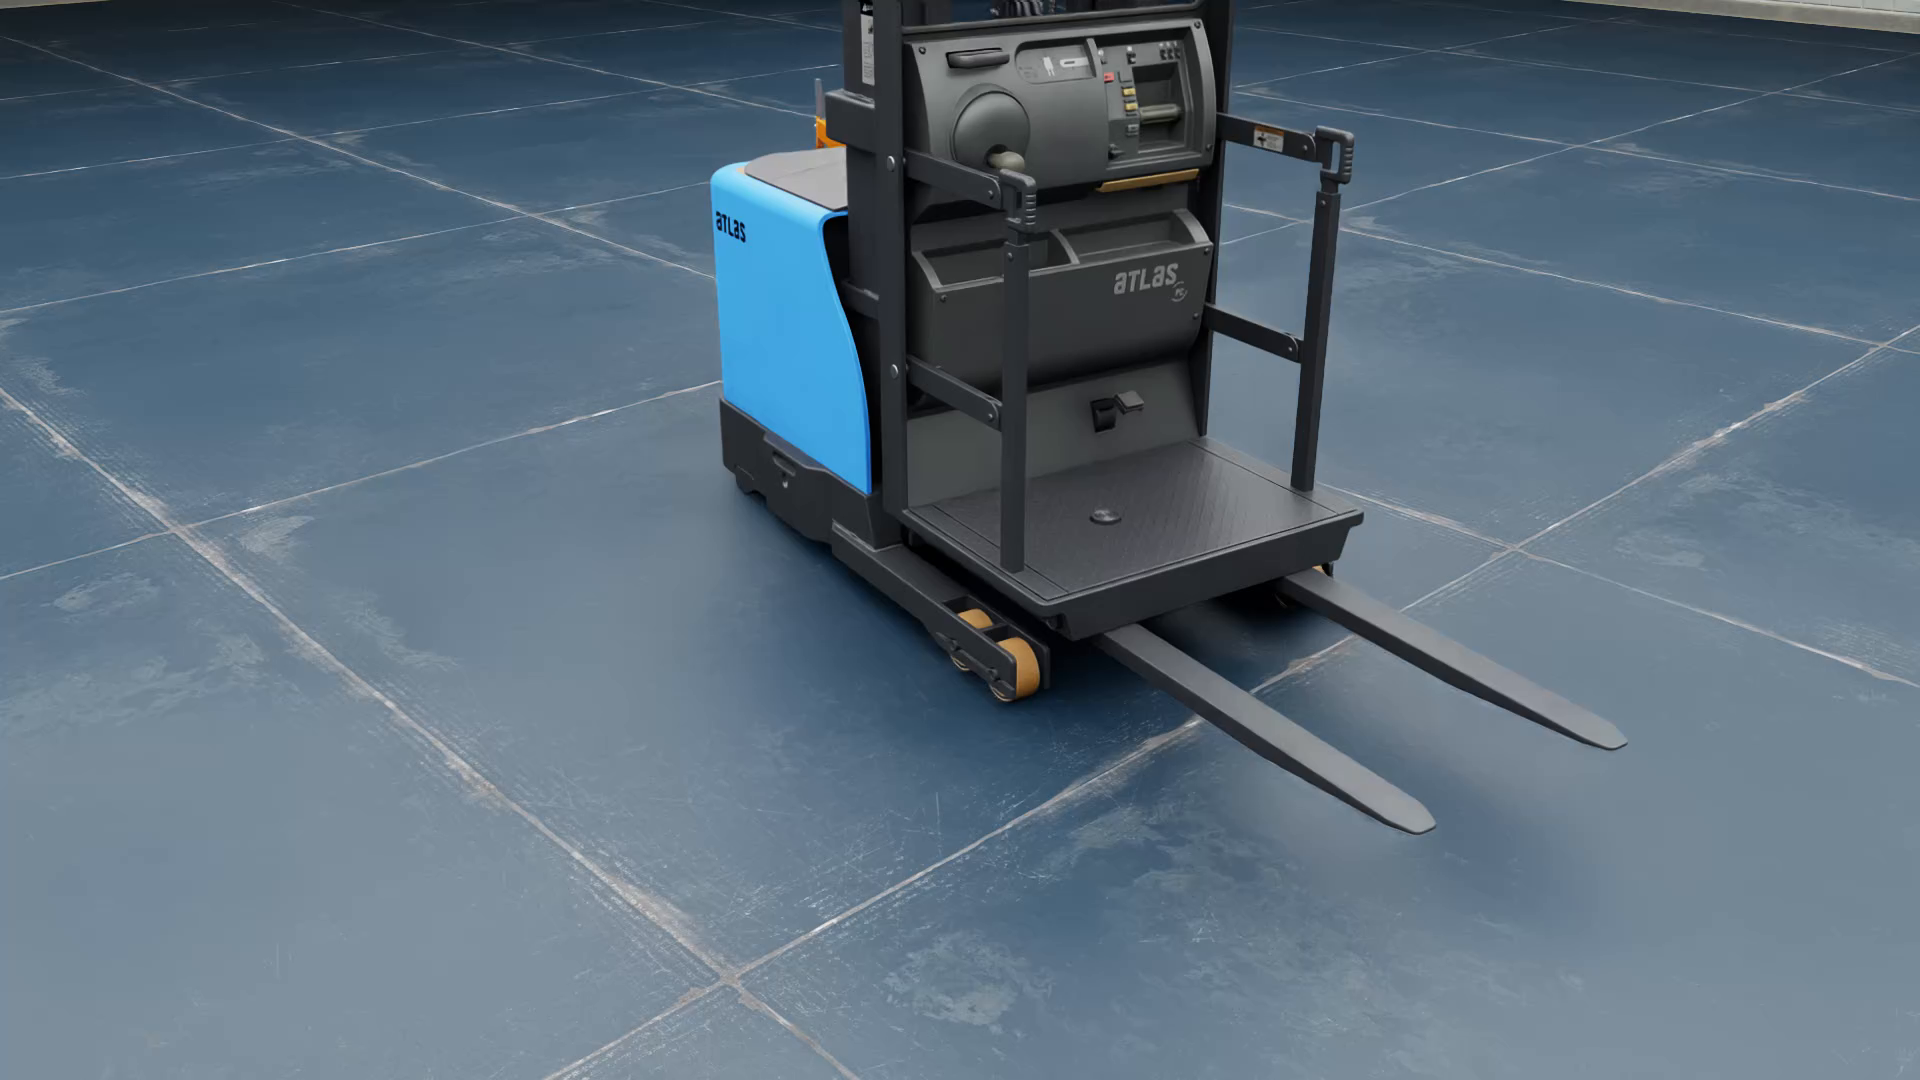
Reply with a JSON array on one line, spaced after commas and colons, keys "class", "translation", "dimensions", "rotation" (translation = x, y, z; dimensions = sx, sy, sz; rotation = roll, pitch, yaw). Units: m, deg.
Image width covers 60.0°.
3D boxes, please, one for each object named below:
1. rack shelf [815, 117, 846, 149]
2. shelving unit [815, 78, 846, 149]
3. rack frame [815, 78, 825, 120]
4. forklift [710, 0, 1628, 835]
[{"class": "rack shelf", "translation": [-0.337, -1.397, 5.919], "dimensions": [0.258, 0.148, 0.480], "rotation": [-7, 26, -16]}, {"class": "shelving unit", "translation": [-0.337, -1.039, 6.082], "dimensions": [0.258, 1.200, 0.503], "rotation": [-7, 26, -16]}, {"class": "rack frame", "translation": [-0.409, -1.136, 6.294], "dimensions": [0.240, 1.200, 0.015], "rotation": [-7, 26, -16]}, {"class": "forklift", "translation": [0.406, -1.135, 4.207], "dimensions": [1.130, 2.935, 3.031], "rotation": [-15, 28, -29]}]
